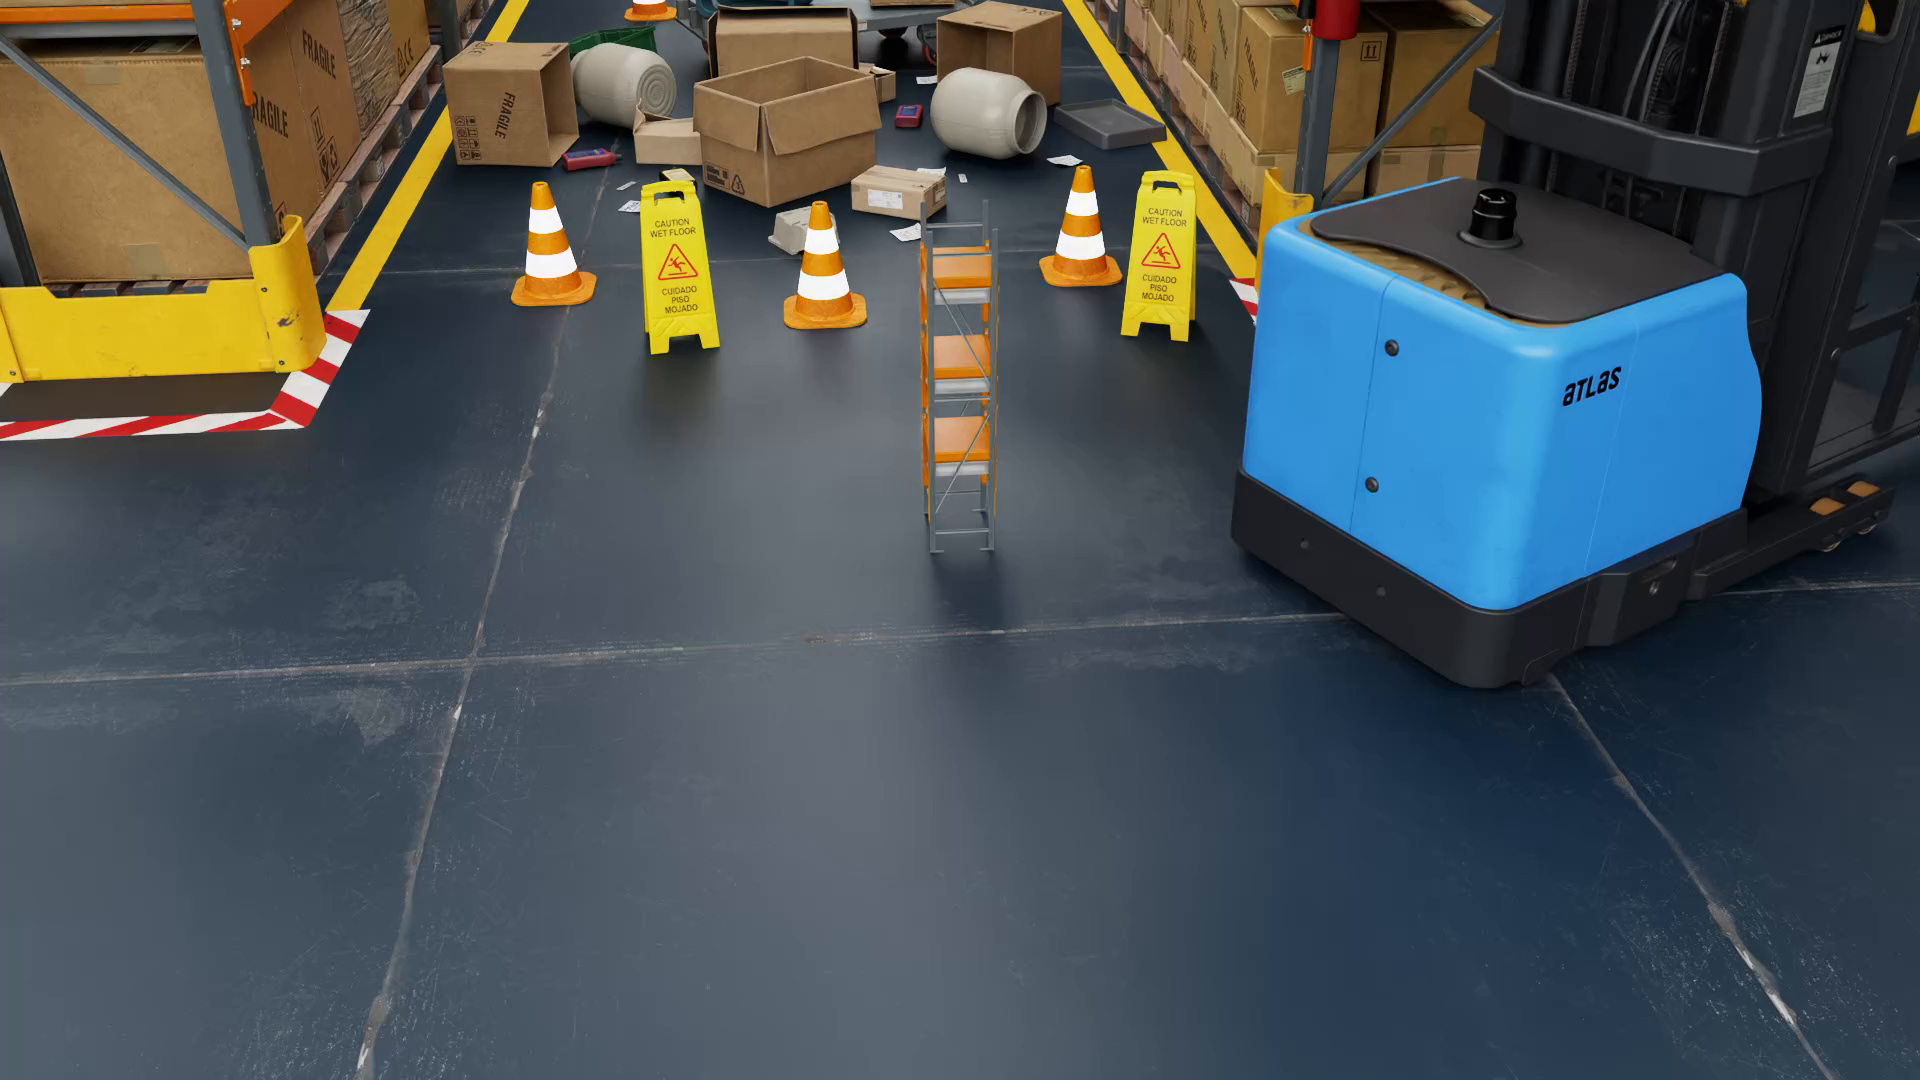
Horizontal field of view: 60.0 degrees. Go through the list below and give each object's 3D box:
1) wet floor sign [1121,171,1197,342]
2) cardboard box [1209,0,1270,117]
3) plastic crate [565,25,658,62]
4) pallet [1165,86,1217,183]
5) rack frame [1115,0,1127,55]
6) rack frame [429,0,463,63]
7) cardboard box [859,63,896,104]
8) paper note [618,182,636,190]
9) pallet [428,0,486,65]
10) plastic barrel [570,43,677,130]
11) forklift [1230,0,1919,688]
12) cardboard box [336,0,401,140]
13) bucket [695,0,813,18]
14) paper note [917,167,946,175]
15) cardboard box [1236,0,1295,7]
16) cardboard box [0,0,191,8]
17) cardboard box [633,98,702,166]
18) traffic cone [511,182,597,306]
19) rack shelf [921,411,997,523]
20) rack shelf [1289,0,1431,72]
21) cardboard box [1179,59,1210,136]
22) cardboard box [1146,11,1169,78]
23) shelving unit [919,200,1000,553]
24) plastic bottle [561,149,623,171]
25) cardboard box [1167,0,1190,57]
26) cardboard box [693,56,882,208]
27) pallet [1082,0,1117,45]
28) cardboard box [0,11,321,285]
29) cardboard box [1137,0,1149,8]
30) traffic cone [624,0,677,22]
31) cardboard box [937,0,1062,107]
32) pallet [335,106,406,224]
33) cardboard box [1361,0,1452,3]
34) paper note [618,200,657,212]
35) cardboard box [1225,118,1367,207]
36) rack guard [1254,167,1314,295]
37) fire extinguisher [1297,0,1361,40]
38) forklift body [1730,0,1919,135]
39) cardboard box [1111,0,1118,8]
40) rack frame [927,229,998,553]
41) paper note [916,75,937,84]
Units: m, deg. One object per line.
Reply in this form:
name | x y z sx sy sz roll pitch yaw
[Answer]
wet floor sign | 0.798 -1.131 6.515 0.267 0.644 0.232 8 32 13
cardboard box | 1.459 -2.275 7.674 0.500 0.500 0.500 -2 31 -3
plastic crate | -2.127 -2.835 9.758 0.450 0.188 0.662 4 30 26
pallet | 1.687 -2.170 8.677 1.003 0.211 1.213 -3 31 -5
rack frame | 1.472 -4.333 9.578 1.000 3.000 0.127 -3 31 -5
rack frame | -3.447 -4.044 9.095 1.000 3.000 0.127 -3 31 -5
cardboard box | -0.589 -2.640 9.411 0.396 0.266 0.258 27 40 37
paper note | -1.633 -1.736 8.146 0.032 0.001 0.123 13 33 21
pallet | -3.595 -3.237 10.464 1.003 0.211 1.213 -3 31 -5
plastic barrel | -1.814 -2.432 8.909 0.512 0.421 0.421 20 36 29
forklift | 2.348 -1.429 4.785 3.031 2.935 1.130 -19 36 -28
cardboard box | -3.370 -2.527 8.219 0.875 0.875 0.875 -3 31 -4
bucket | -1.139 -3.332 9.613 0.726 0.611 0.620 8 22 13
paper note | -0.155 -1.839 8.310 0.148 0.019 0.142 8 32 13
cardboard box | 1.410 -2.471 7.370 0.380 0.149 0.250 -2 31 -3
cardboard box | -3.153 -2.253 5.951 0.875 0.550 0.550 -3 31 -5
cardboard box | -1.453 -2.081 8.475 0.396 0.266 0.258 2 31 4
traffic cone | -1.709 -1.252 6.894 0.336 0.463 0.334 -3 31 -5
rack shelf | -0.005 -0.230 5.174 0.215 0.259 0.240 -3 31 -5
rack shelf | 1.658 -3.003 8.053 1.077 0.370 4.000 -3 31 -5
cardboard box | 1.407 -2.222 8.316 0.500 0.250 0.500 -4 31 -6
cardboard box | 1.319 -2.746 9.194 0.500 0.250 0.500 -1 31 -2
shelving unit | -0.005 -0.478 5.027 0.215 1.050 0.252 -3 31 -5
plastic bottle | -1.862 -1.931 8.424 0.283 0.061 0.133 -14 33 -22
cardboard box | 1.366 -2.803 8.558 0.500 0.500 0.500 -1 31 -2
cardboard box | -0.839 -1.994 8.098 0.637 0.503 0.797 27 40 37
pallet | 1.397 -3.533 10.959 1.003 0.211 1.213 -3 31 -5
cardboard box | -3.203 -1.613 6.687 0.875 0.875 0.875 -3 31 -4
cardboard box | 1.258 -3.340 9.458 0.500 0.500 0.500 -1 31 -2
traffic cone | -2.069 -3.712 11.013 0.336 0.463 0.334 -3 31 -5
cardboard box | 0.217 -2.648 9.194 0.500 0.500 0.500 20 36 29
pallet | -3.337 -1.830 8.109 1.003 0.211 1.213 -3 31 -5
cardboard box | 1.989 -2.316 7.743 0.500 0.500 0.500 -4 31 -6
paper note | -1.526 -1.587 7.879 0.144 0.017 0.142 8 32 13
cardboard box | 1.500 -1.702 7.447 0.500 0.250 0.500 -3 31 -5
rack guard | 1.838 -1.256 6.865 1.175 0.500 0.348 -3 31 -5
fire extinguisher | 1.397 -2.177 6.044 0.296 0.674 0.183 -3 31 -5
forklift body | 4.793 -3.046 8.253 2.313 2.155 1.214 -3 31 -5
cardboard box | 1.420 -3.652 10.593 0.950 0.372 0.625 -2 31 -4
rack frame | 0.006 -0.416 4.922 0.200 1.050 0.008 -3 31 -5
paper note | -0.178 -2.706 9.750 0.148 0.019 0.142 -3 31 -5
